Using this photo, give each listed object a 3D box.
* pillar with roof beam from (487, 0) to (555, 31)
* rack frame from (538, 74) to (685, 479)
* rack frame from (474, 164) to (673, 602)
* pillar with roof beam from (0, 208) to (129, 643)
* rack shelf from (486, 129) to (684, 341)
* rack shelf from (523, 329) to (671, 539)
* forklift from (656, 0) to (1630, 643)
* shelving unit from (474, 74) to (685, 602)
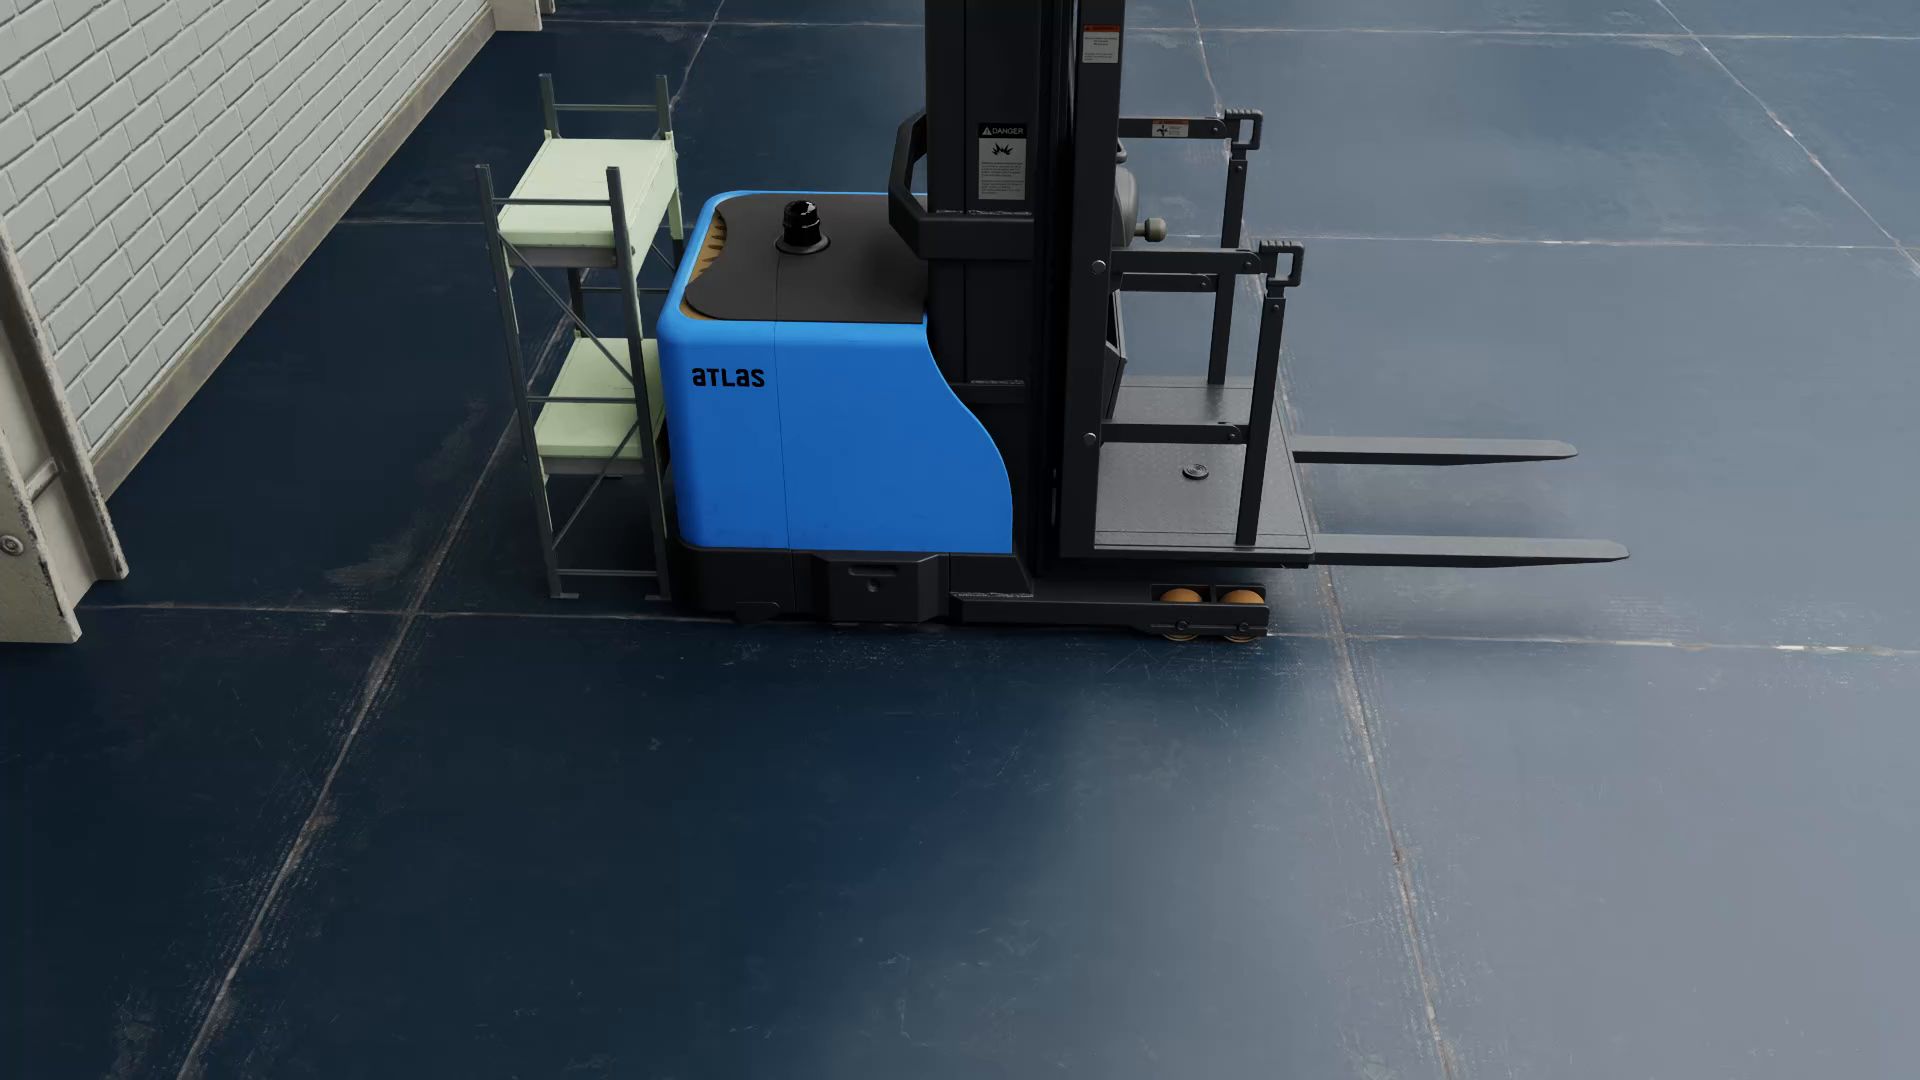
[{"bbox_3d":[1.582,-6.819,7.627,9.100,9.000,0.400,1,35,2],"label":"pillar with roof beam"},{"bbox_3d":[-1.121,-0.842,5.644,0.400,1.500,0.023,1,35,2],"label":"rack frame"},{"bbox_3d":[-1.146,-0.421,5.045,0.400,1.500,0.023,1,35,2],"label":"rack frame"},{"bbox_3d":[1.341,-3.372,2.722,9.100,9.000,0.400,1,35,2],"label":"pillar with roof beam"},{"bbox_3d":[-1.134,-0.951,5.120,0.431,0.370,0.720,1,35,2],"label":"rack shelf"},{"bbox_3d":[-1.134,-0.365,5.532,0.431,0.370,0.720,1,35,2],"label":"rack shelf"},{"bbox_3d":[0.630,-1.187,4.889,3.031,2.935,1.130,1,35,2],"label":"forklift"},{"bbox_3d":[-1.134,-0.632,5.345,0.431,1.500,0.755,1,35,2],"label":"shelving unit"}]
